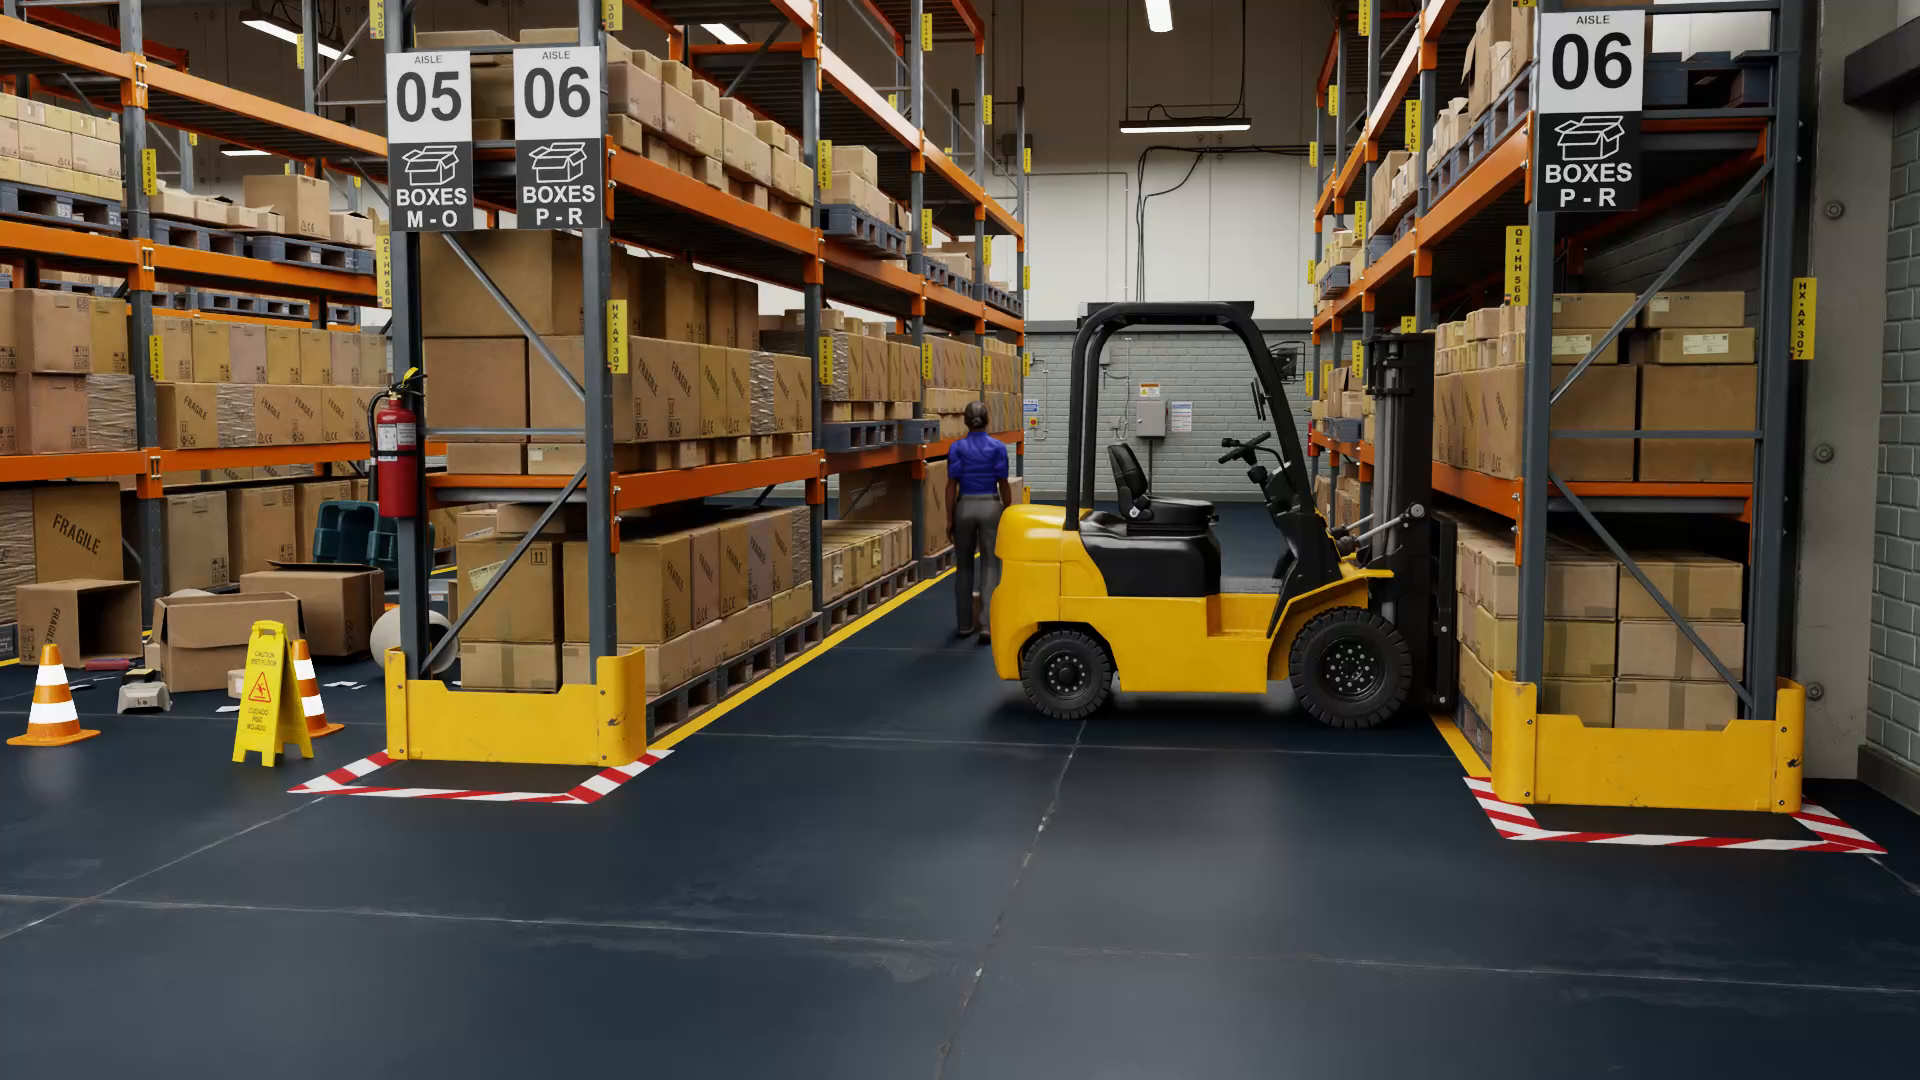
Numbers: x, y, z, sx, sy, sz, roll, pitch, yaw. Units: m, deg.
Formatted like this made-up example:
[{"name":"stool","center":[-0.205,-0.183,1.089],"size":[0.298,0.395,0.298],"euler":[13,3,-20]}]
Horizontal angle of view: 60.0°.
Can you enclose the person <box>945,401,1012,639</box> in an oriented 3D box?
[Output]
[{"name":"person","center":[0.134,-0.144,11.641],"size":[0.456,1.655,0.655],"euler":[0,5,5]}]
